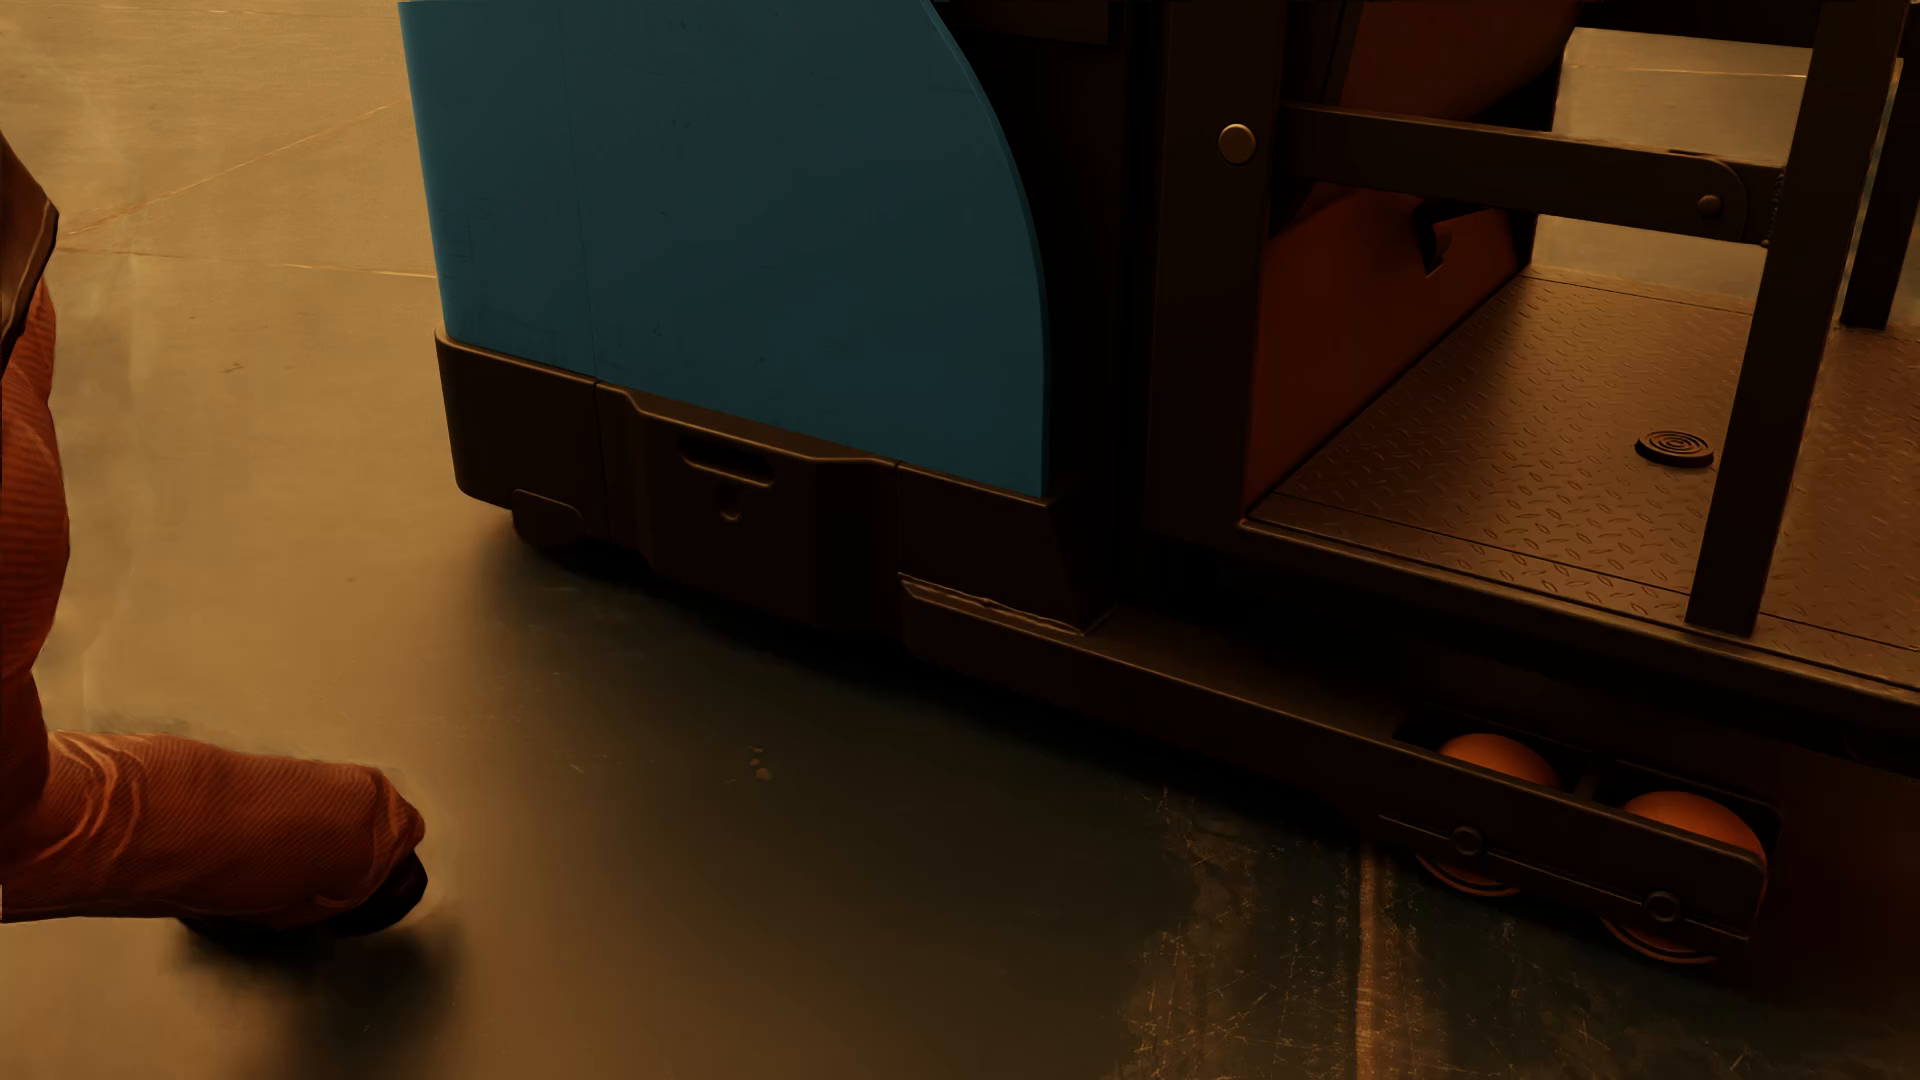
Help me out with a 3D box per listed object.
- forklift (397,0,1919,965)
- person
[{"bbox_3d":[0.751,-1.160,1.545,3.031,2.935,1.130,16,31,29],"label":"forklift"},{"bbox_3d":[-0.985,-0.126,1.082,0.928,1.476,0.960,0,27,-1],"label":"person"}]
